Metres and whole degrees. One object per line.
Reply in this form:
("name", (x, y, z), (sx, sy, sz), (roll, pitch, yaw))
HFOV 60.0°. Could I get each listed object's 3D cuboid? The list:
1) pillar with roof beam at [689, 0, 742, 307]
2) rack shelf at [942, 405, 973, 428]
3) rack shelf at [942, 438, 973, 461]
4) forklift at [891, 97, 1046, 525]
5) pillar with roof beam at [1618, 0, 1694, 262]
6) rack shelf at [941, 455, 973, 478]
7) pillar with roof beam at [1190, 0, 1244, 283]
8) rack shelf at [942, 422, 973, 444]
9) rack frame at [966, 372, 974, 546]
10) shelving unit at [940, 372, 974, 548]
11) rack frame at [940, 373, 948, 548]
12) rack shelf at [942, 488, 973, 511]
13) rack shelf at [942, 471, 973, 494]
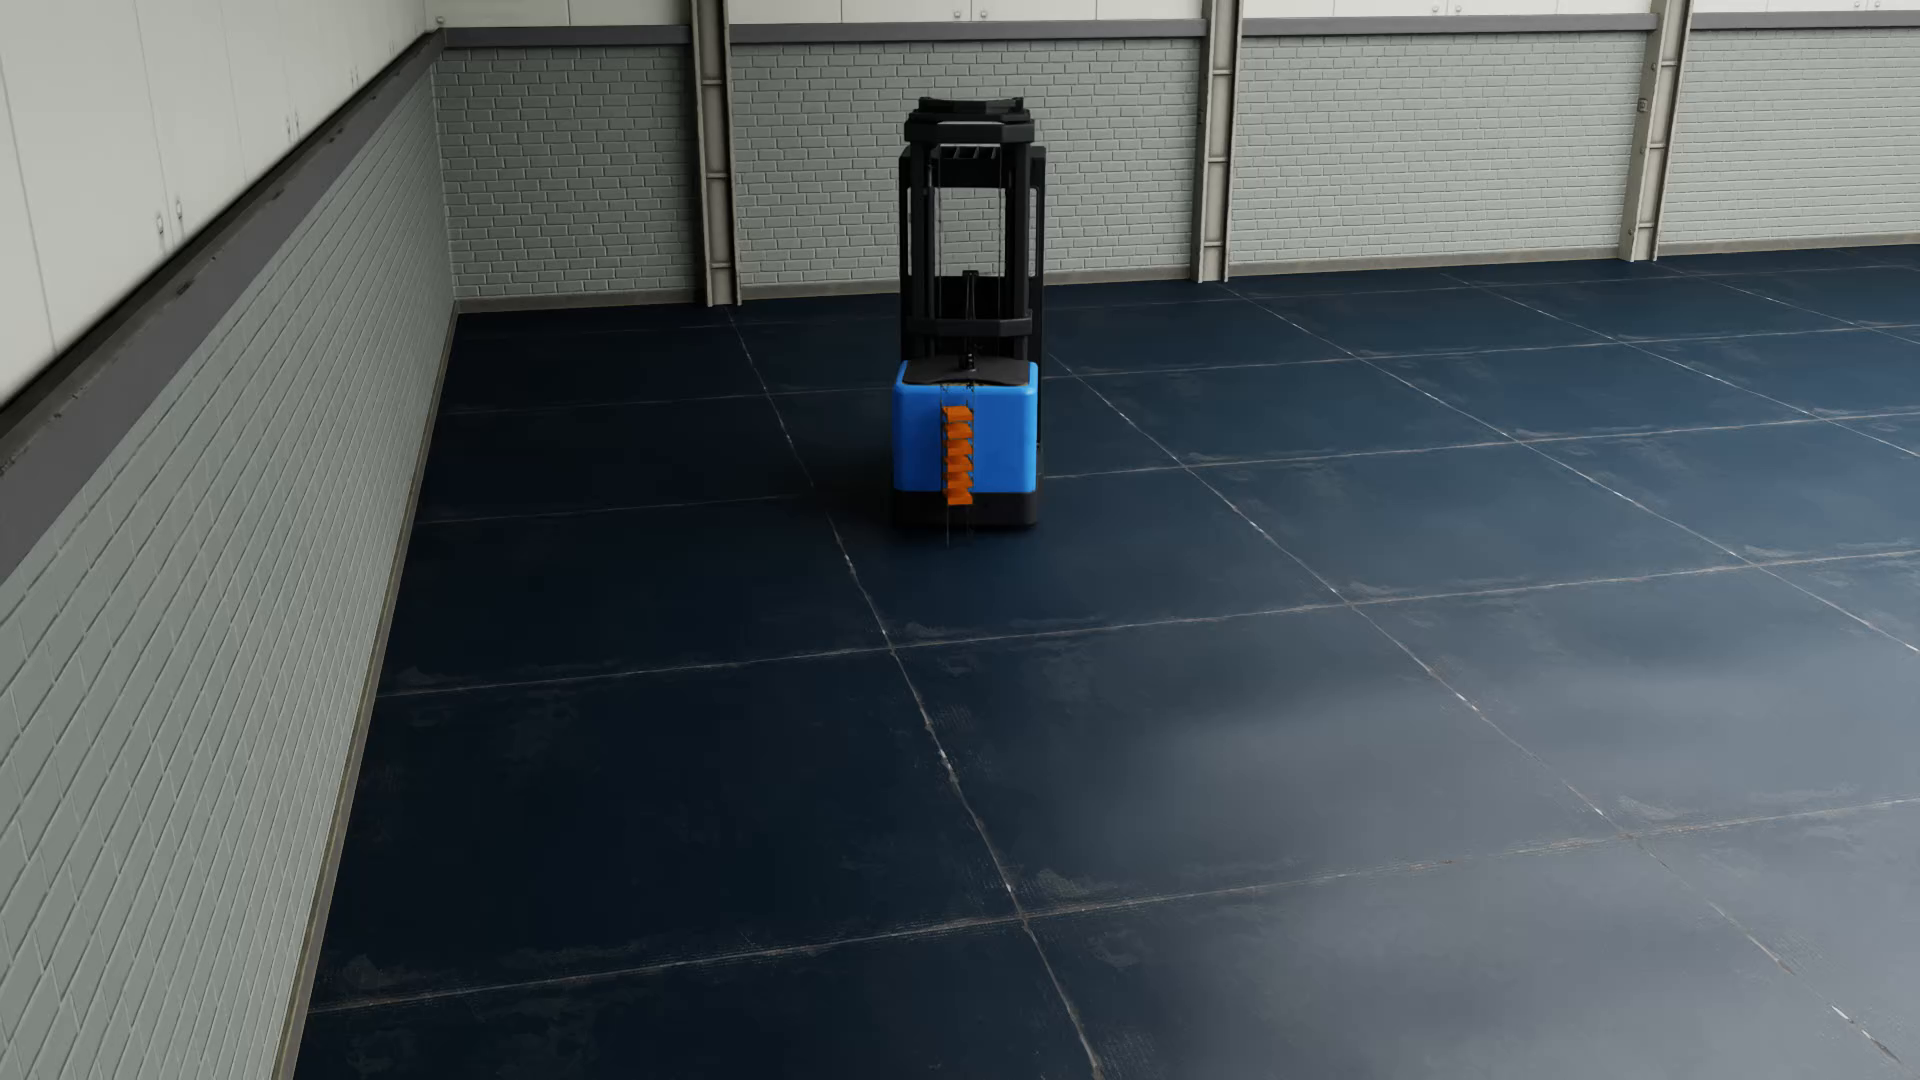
("pillar with roof beam", (-1.764, -5.541, 13.859), (0.400, 9.000, 9.100), (-5, 21, -12))
("rack shelf", (-0.020, -0.850, 11.473), (0.180, 0.103, 0.258), (-4, 20, -11))
("rack shelf", (-0.020, -0.625, 11.556), (0.180, 0.103, 0.258), (-4, 20, -11))
("forklift", (0.102, -1.942, 12.854), (1.130, 2.935, 3.031), (1, 20, 3))
("pillar with roof beam", (9.914, -6.491, 16.452), (0.400, 9.000, 9.100), (-5, 21, -12))
("rack shelf", (-0.020, -0.512, 11.597), (0.180, 0.103, 0.258), (-4, 20, -11))
("pillar with roof beam", (4.075, -6.016, 15.155), (0.400, 9.000, 9.100), (-5, 21, -12))
("rack shelf", (-0.020, -0.737, 11.515), (0.180, 0.103, 0.258), (-4, 20, -11))
("rack frame", (0.070, -0.560, 11.599), (0.006, 1.200, 0.240), (-4, 20, -11))
("shelving unit", (-0.020, -0.554, 11.582), (0.189, 1.200, 0.258), (-4, 20, -11))
("rack frame", (-0.110, -0.548, 11.565), (0.006, 1.200, 0.240), (-4, 20, -11))
("rack shelf", (-0.020, -0.287, 11.680), (0.180, 0.103, 0.258), (-4, 20, -11))
("rack shelf", (-0.020, -0.399, 11.638), (0.180, 0.103, 0.258), (-4, 20, -11))
